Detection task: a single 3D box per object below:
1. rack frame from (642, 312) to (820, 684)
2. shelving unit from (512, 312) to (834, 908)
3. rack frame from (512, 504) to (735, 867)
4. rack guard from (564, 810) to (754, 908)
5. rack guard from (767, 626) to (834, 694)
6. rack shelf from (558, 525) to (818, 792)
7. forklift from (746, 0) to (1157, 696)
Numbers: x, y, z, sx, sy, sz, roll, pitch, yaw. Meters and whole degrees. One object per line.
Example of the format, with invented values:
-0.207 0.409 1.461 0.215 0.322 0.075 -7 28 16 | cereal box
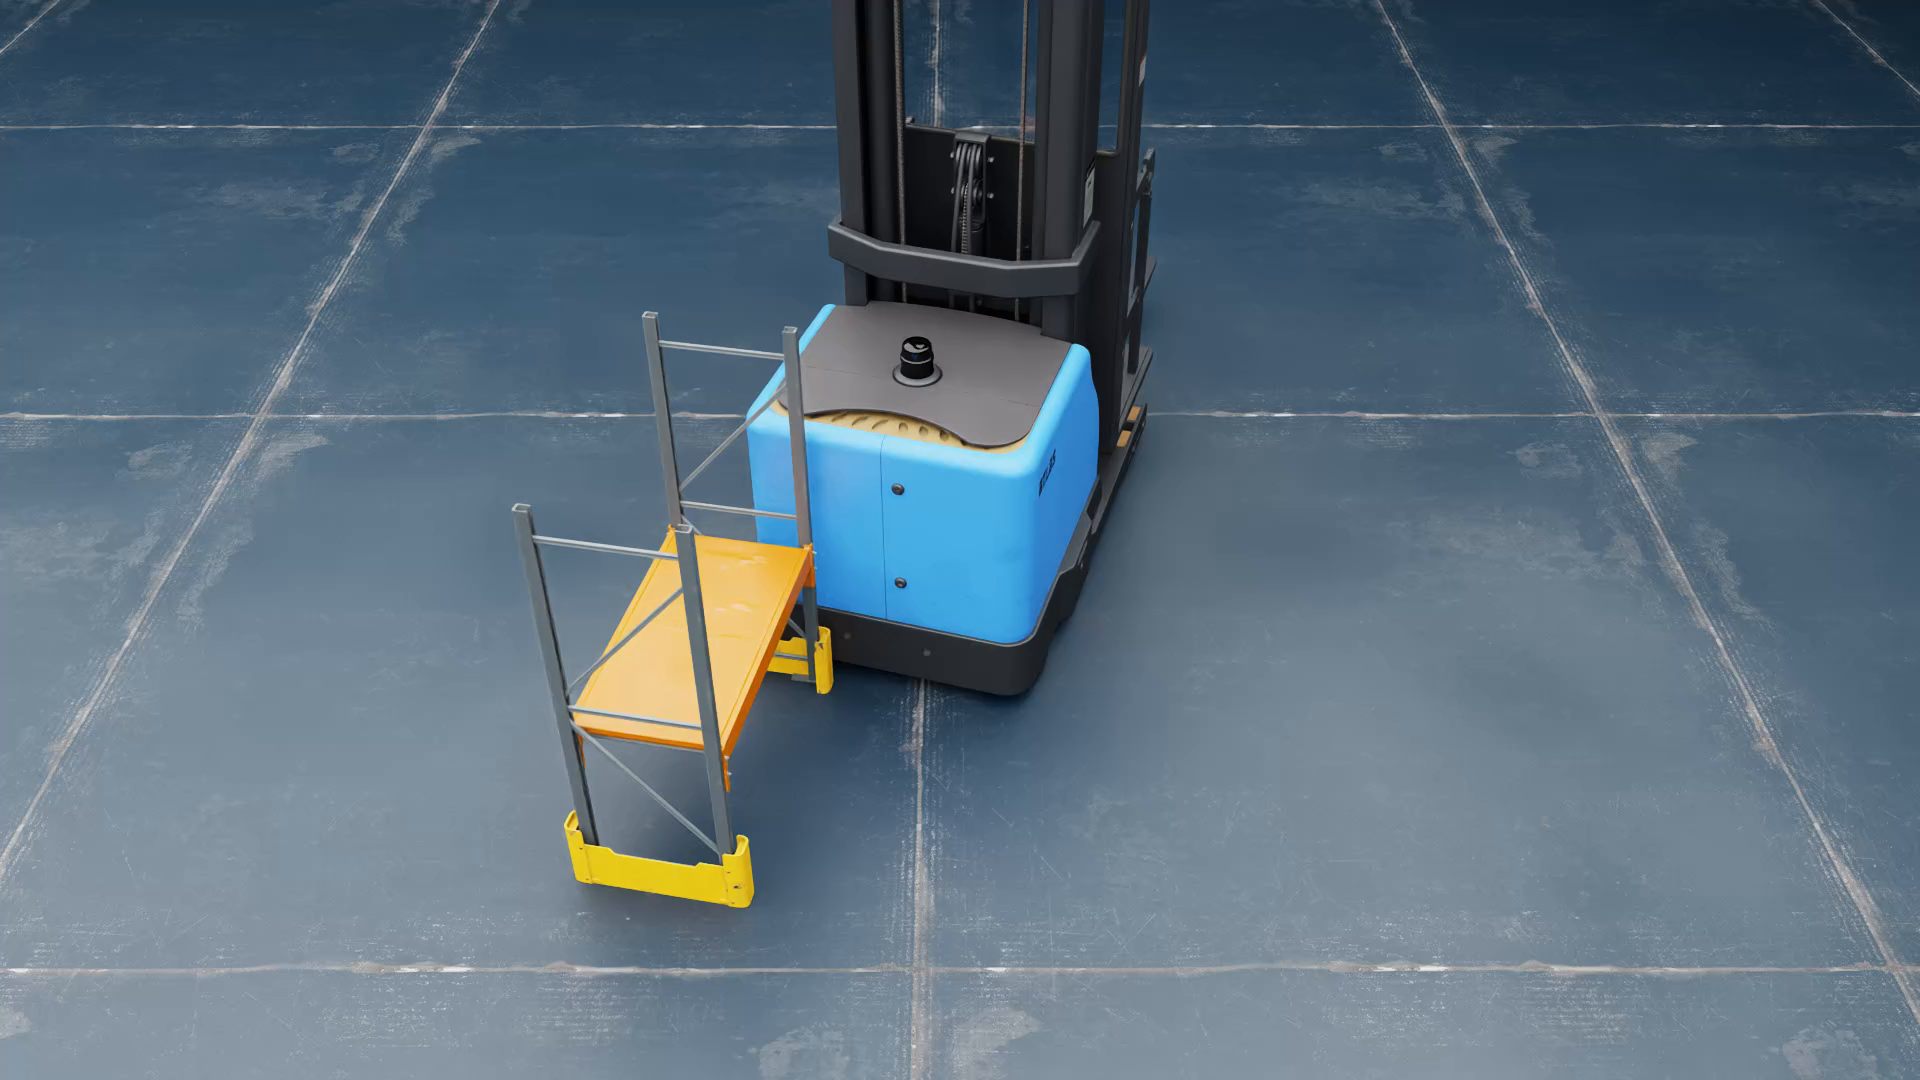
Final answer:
-0.753 -0.096 5.671 0.500 1.500 0.032 7 39 9 | rack frame
-0.855 0.221 5.275 0.587 1.500 1.083 7 39 9 | shelving unit
-0.953 0.527 4.893 0.500 1.500 0.032 7 39 9 | rack frame
-0.953 1.014 5.285 0.587 0.250 0.087 7 39 9 | rack guard
-0.757 0.403 6.047 0.587 0.250 0.087 7 39 9 | rack guard
-0.853 0.356 5.395 0.538 0.185 1.000 7 39 9 | rack shelf
0.184 -1.516 6.297 1.130 2.935 3.031 11 40 13 | forklift
